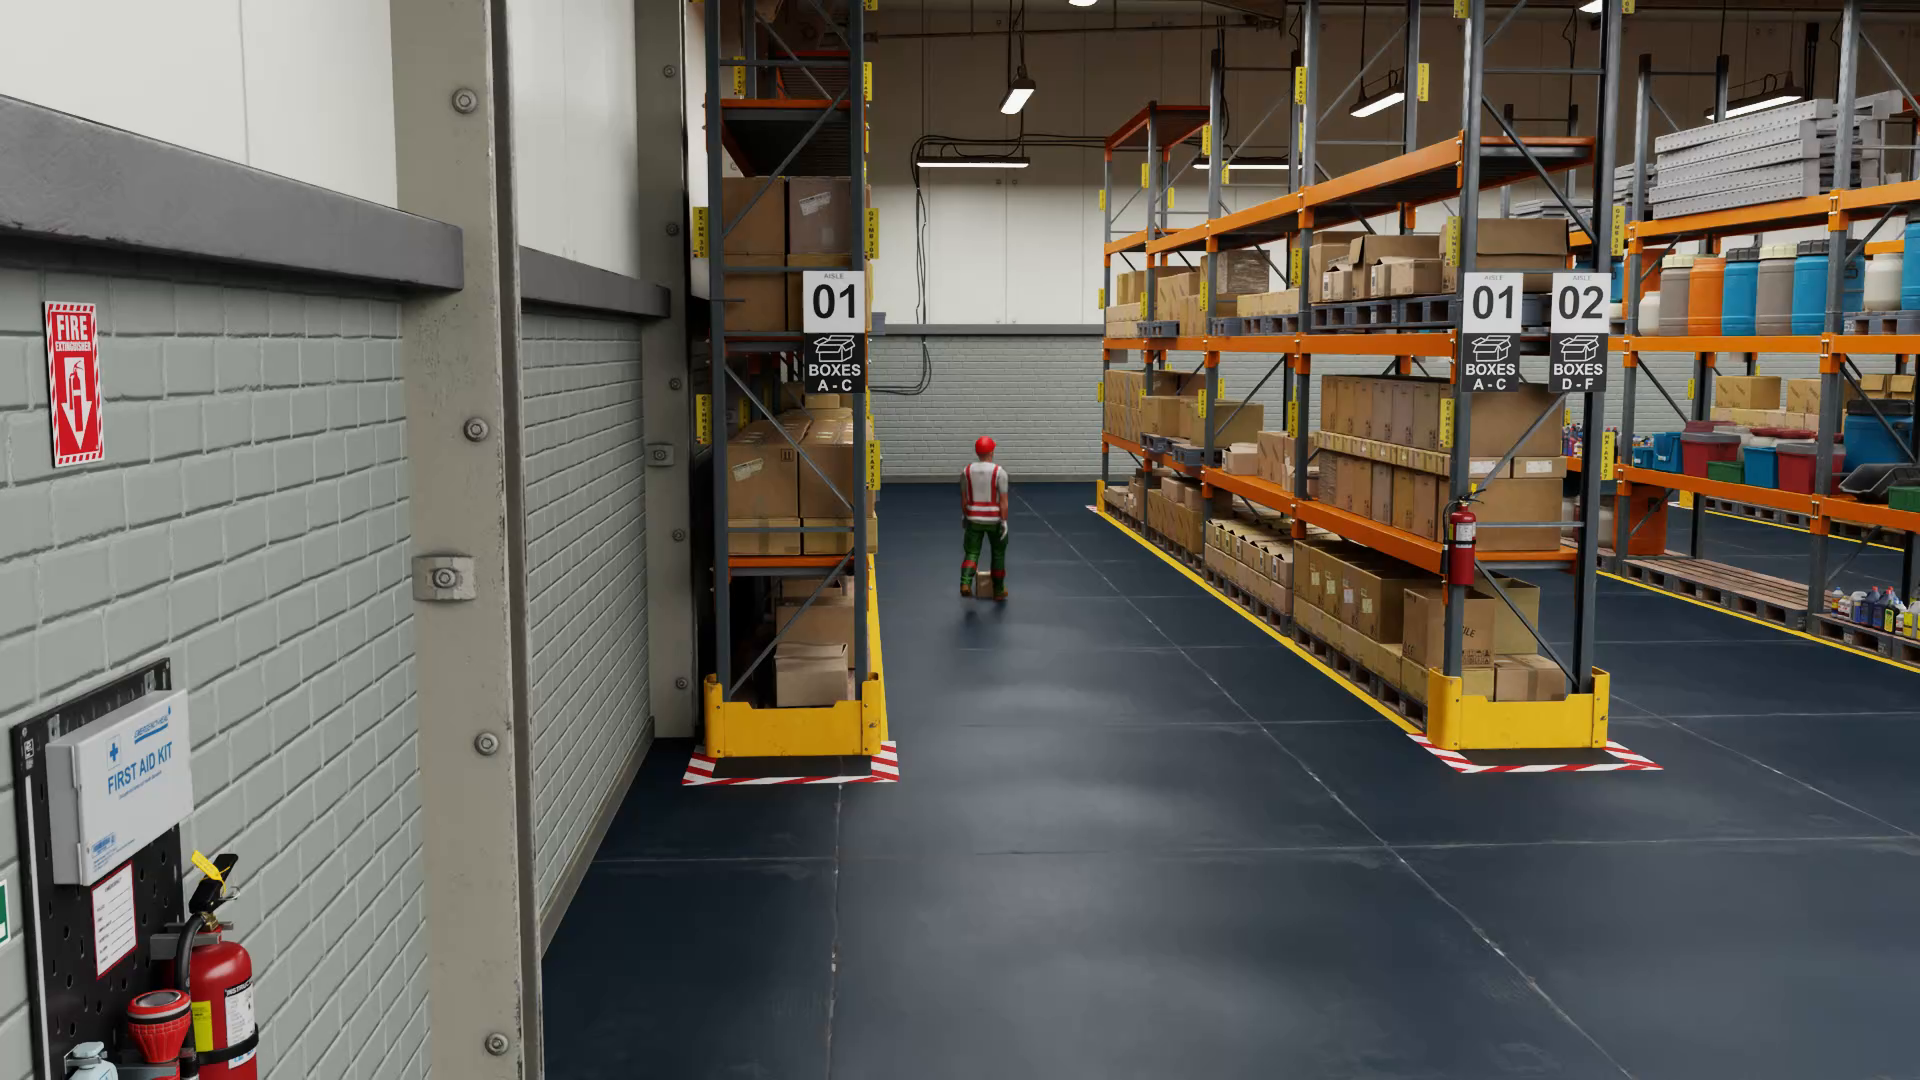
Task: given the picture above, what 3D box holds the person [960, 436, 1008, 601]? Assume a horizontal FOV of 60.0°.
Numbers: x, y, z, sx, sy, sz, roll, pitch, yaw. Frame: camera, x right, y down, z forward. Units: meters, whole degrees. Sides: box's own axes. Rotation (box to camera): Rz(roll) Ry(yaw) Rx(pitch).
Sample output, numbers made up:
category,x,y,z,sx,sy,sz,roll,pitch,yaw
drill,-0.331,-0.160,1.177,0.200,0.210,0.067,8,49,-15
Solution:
category,x,y,z,sx,sy,sz,roll,pitch,yaw
person,0.263,-0.213,17.397,0.546,1.763,0.889,1,7,12
